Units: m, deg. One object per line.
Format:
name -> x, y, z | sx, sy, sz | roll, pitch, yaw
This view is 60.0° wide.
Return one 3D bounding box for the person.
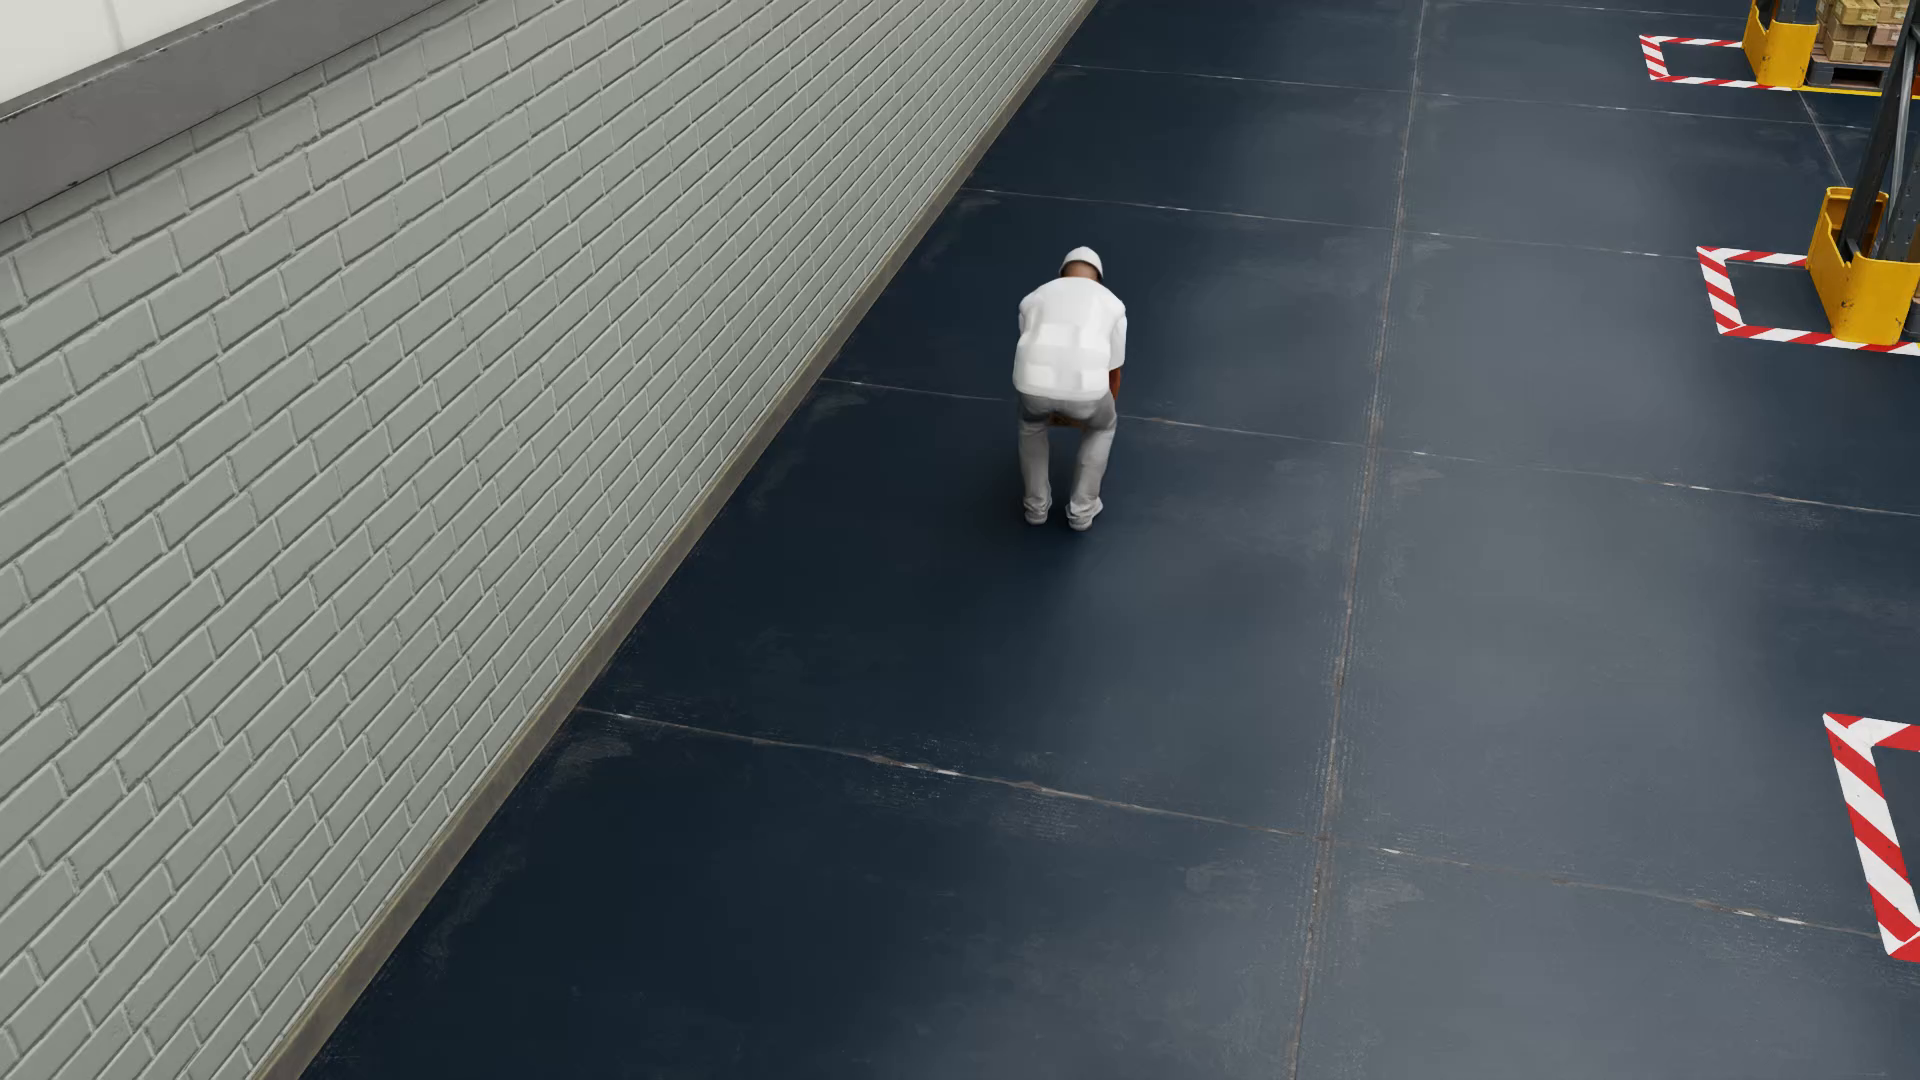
person -> 0.499, -0.689, 7.766 | 0.504, 1.144, 0.951 | 7, 33, 10
